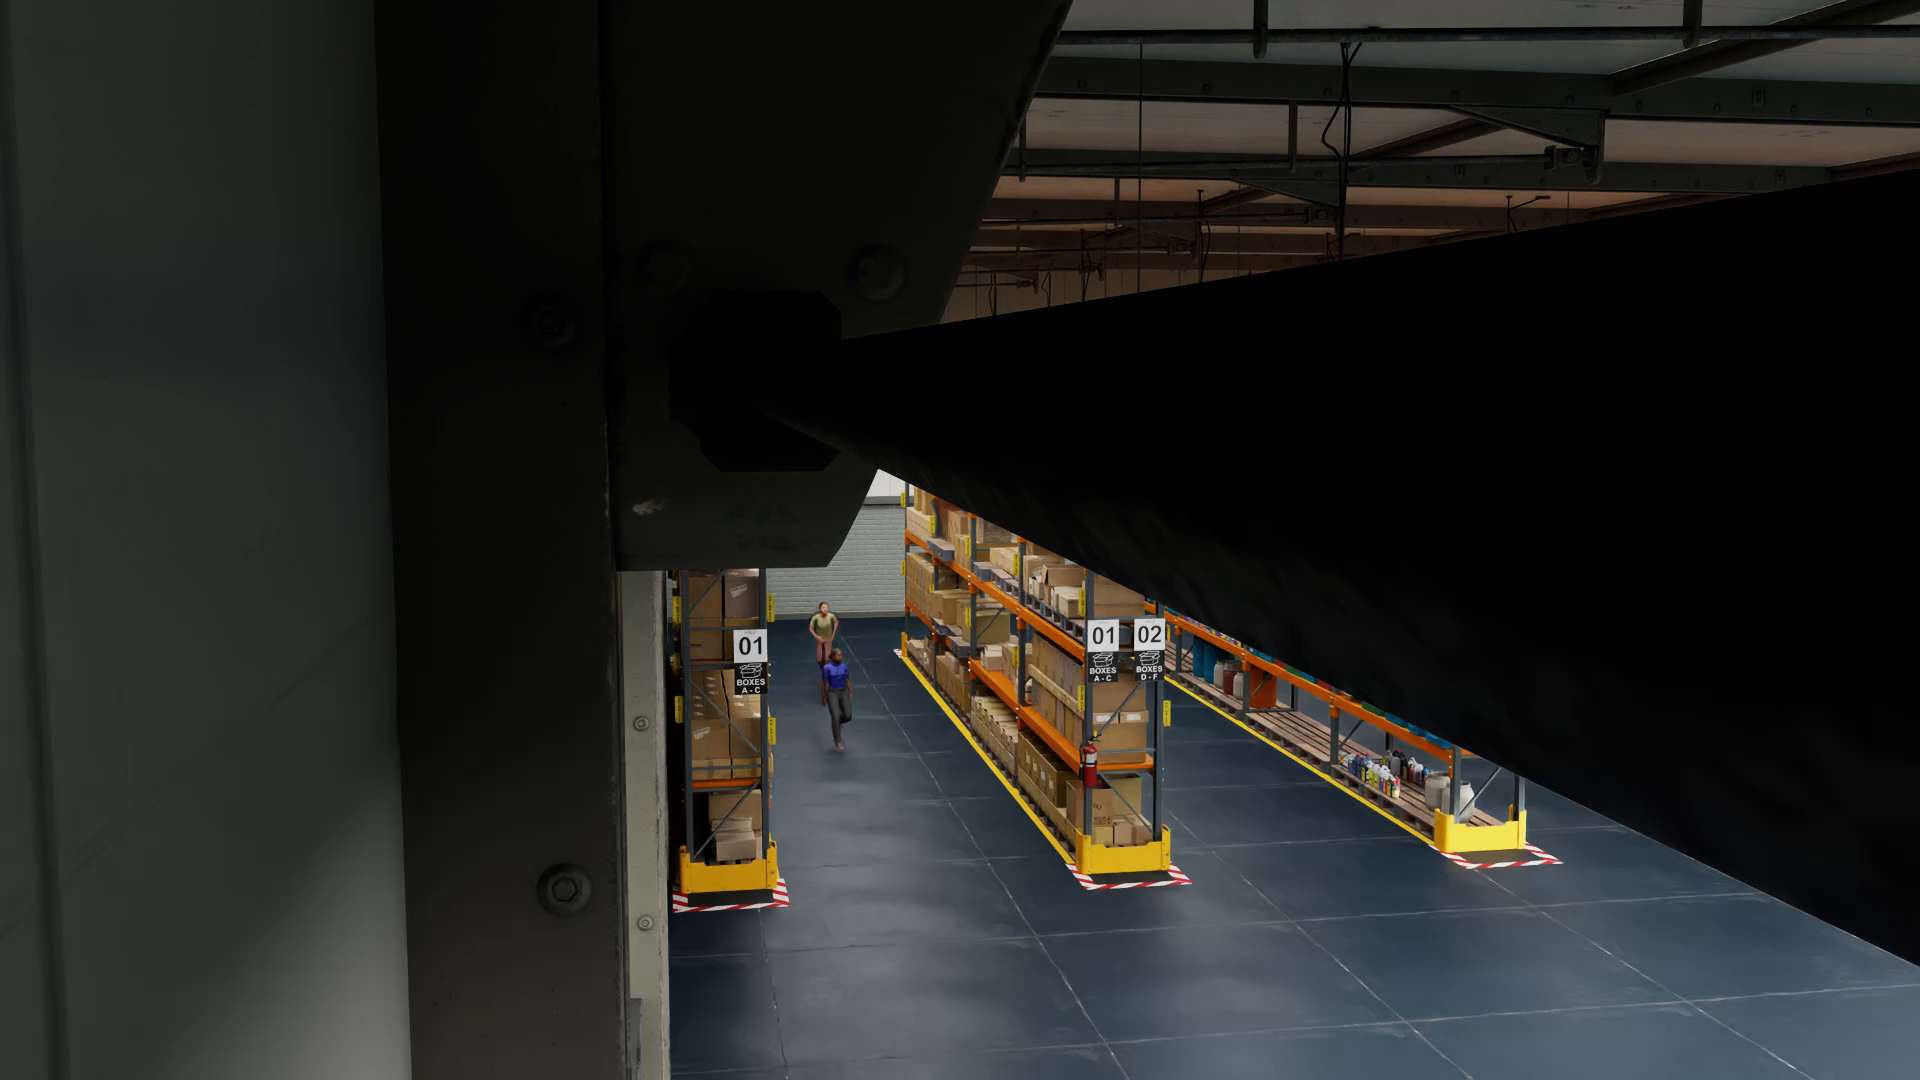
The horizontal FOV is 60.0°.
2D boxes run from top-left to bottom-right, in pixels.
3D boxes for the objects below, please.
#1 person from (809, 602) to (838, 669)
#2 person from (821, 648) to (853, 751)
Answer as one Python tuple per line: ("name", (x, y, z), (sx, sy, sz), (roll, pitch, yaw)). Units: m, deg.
("person", (-2.692, 1.982, 32.838), (0.561, 1.571, 0.698), (0, 6, -2))
("person", (-2.010, 2.704, 27.827), (0.471, 1.539, 0.742), (-4, 7, -32))
